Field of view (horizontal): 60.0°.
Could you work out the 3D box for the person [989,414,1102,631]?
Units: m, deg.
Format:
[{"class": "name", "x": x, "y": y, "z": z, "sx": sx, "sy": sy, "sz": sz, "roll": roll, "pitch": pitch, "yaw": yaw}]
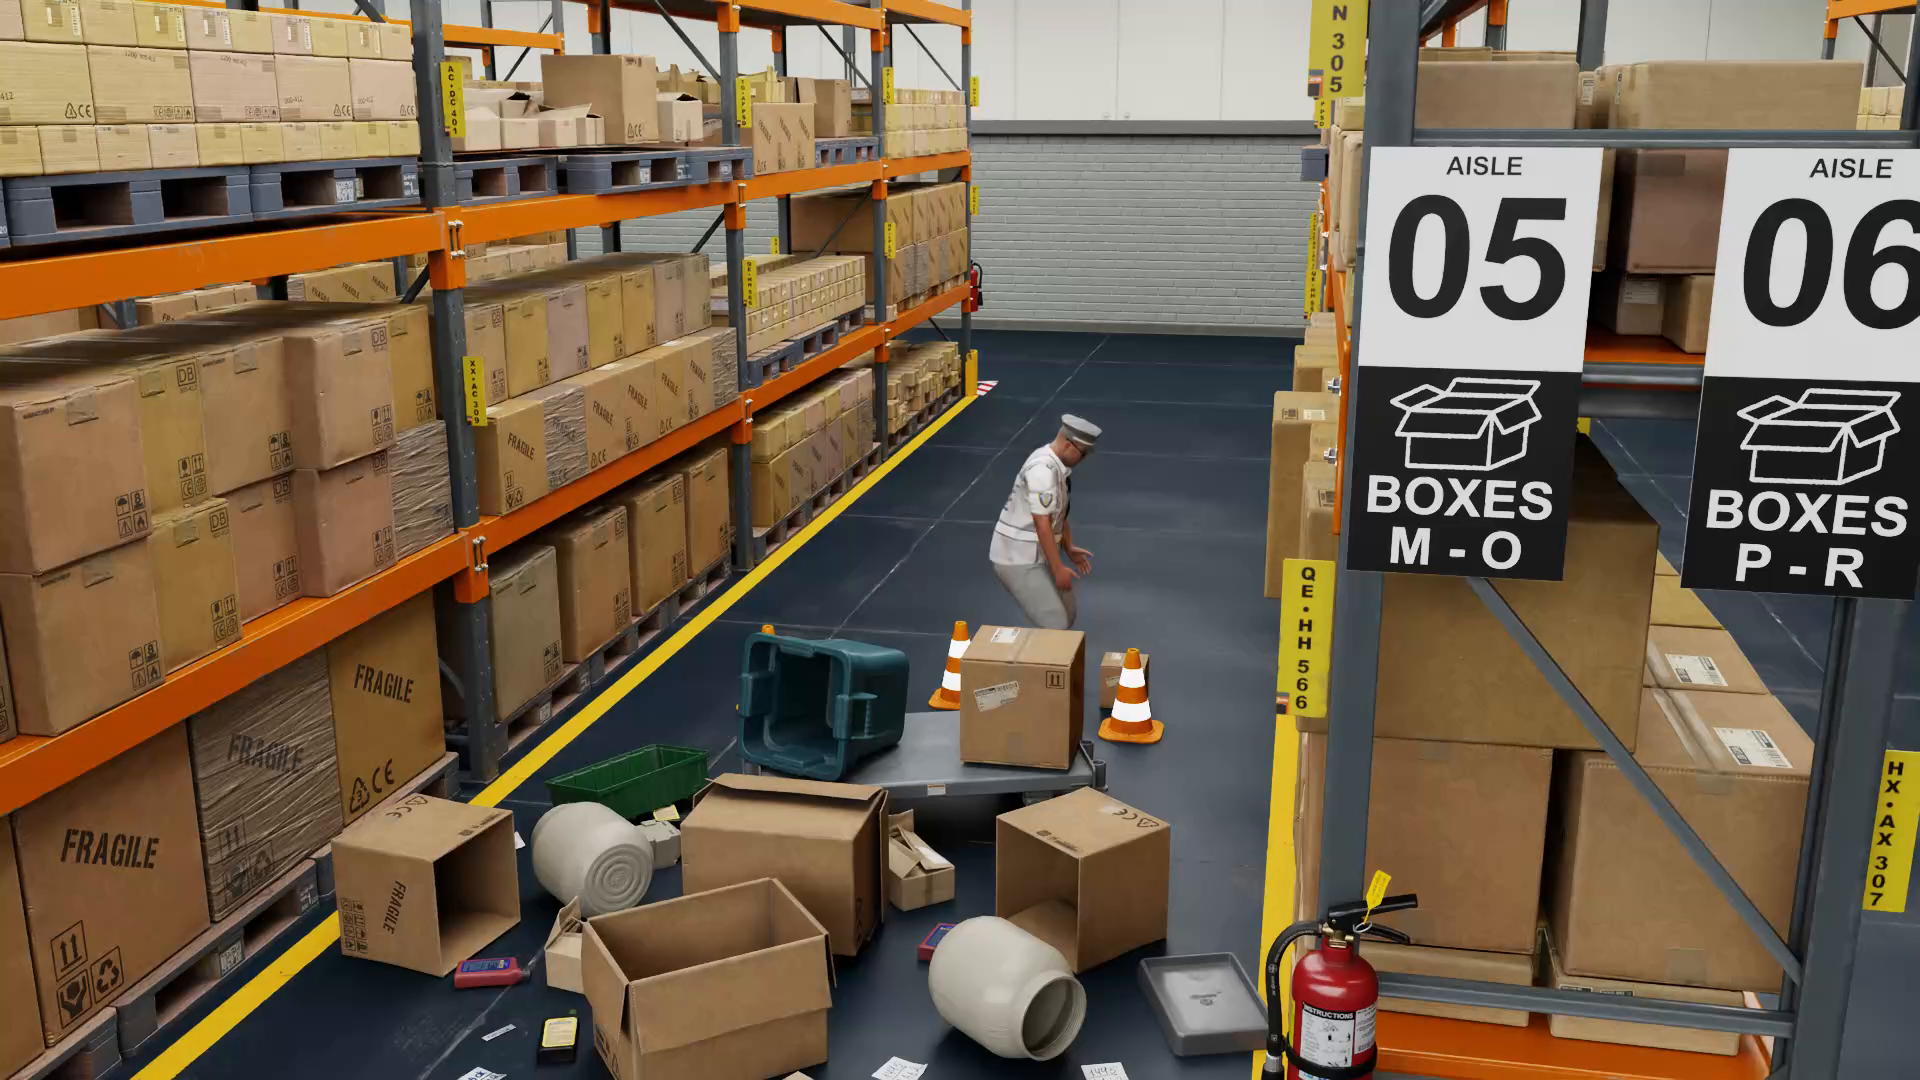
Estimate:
[{"class": "person", "x": 0.482, "y": 0.105, "z": 9.365, "sx": 0.609, "sy": 1.629, "sz": 0.575, "roll": 3, "pitch": 15, "yaw": 12}]
